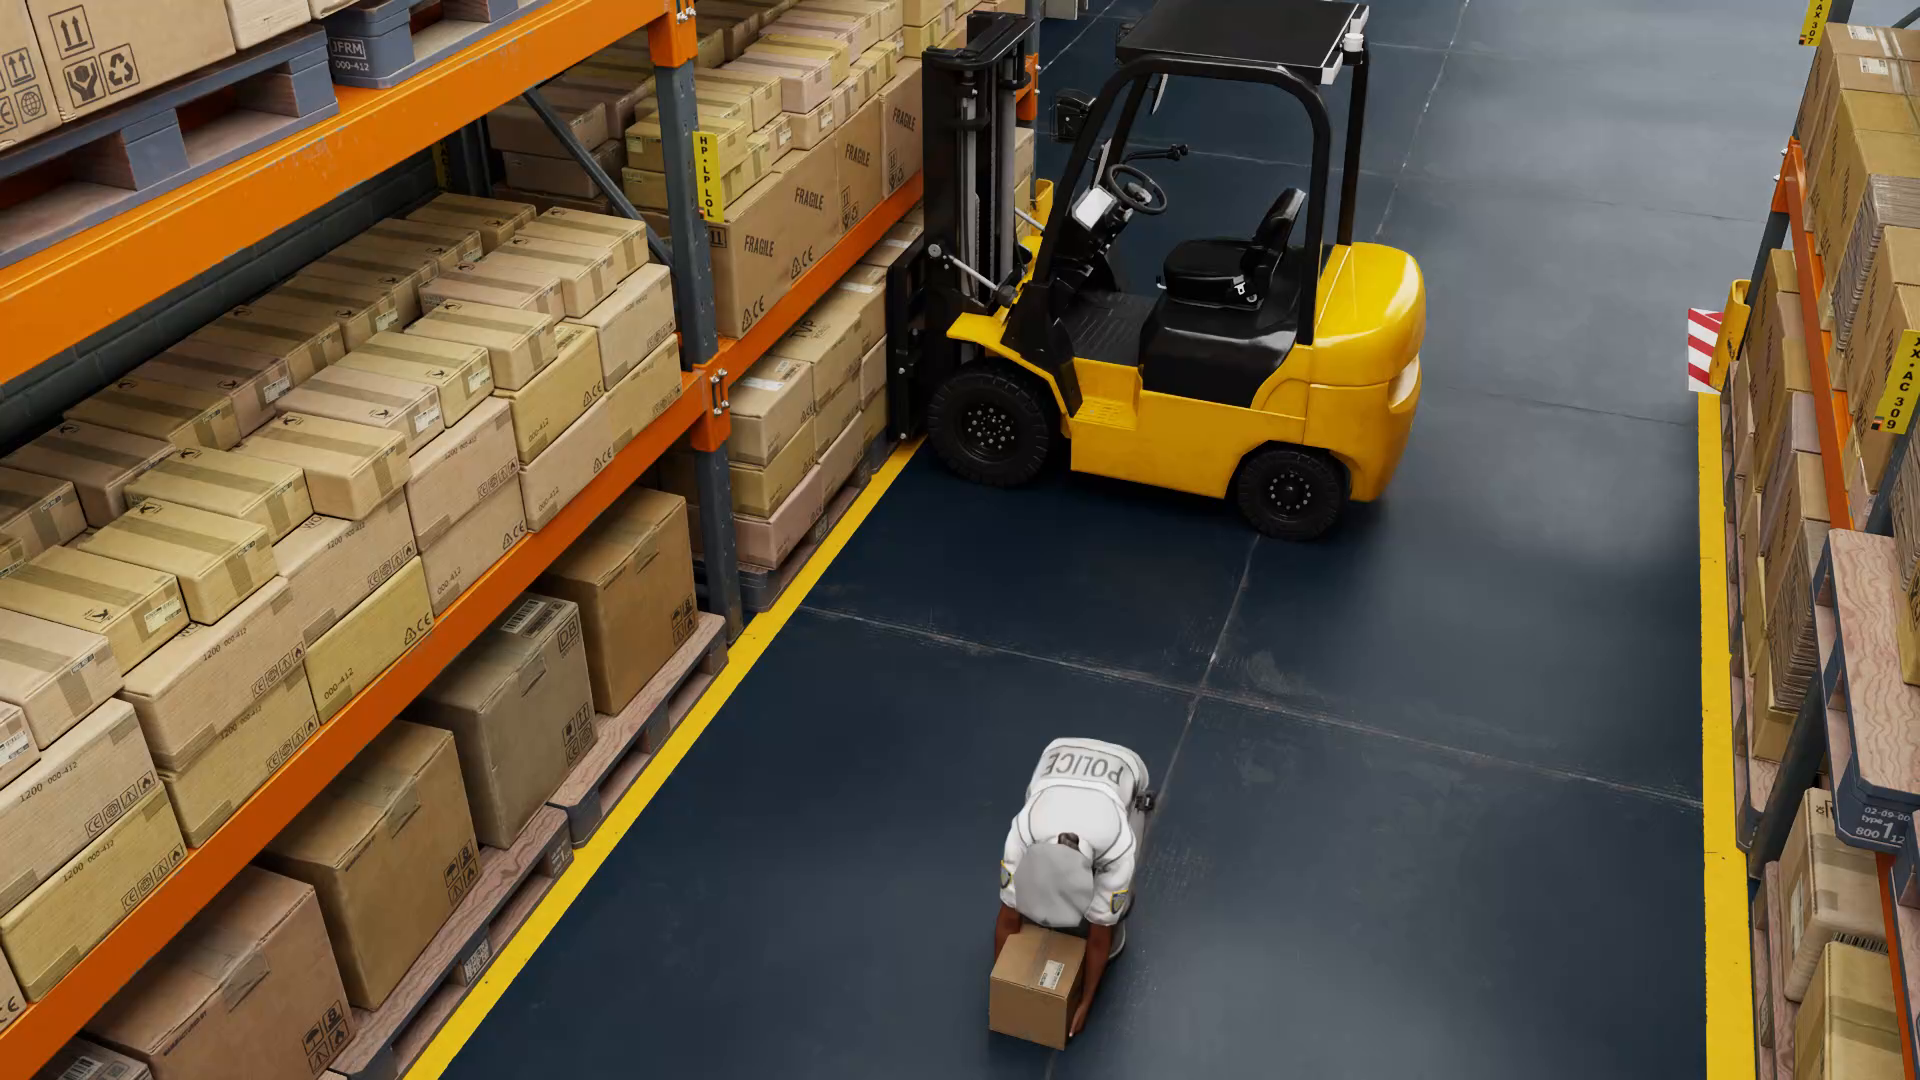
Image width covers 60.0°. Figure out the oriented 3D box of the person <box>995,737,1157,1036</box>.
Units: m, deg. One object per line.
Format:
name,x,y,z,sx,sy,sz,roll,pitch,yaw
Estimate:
person,0.360,1.062,5.364,0.443,0.788,0.916,10,35,15
